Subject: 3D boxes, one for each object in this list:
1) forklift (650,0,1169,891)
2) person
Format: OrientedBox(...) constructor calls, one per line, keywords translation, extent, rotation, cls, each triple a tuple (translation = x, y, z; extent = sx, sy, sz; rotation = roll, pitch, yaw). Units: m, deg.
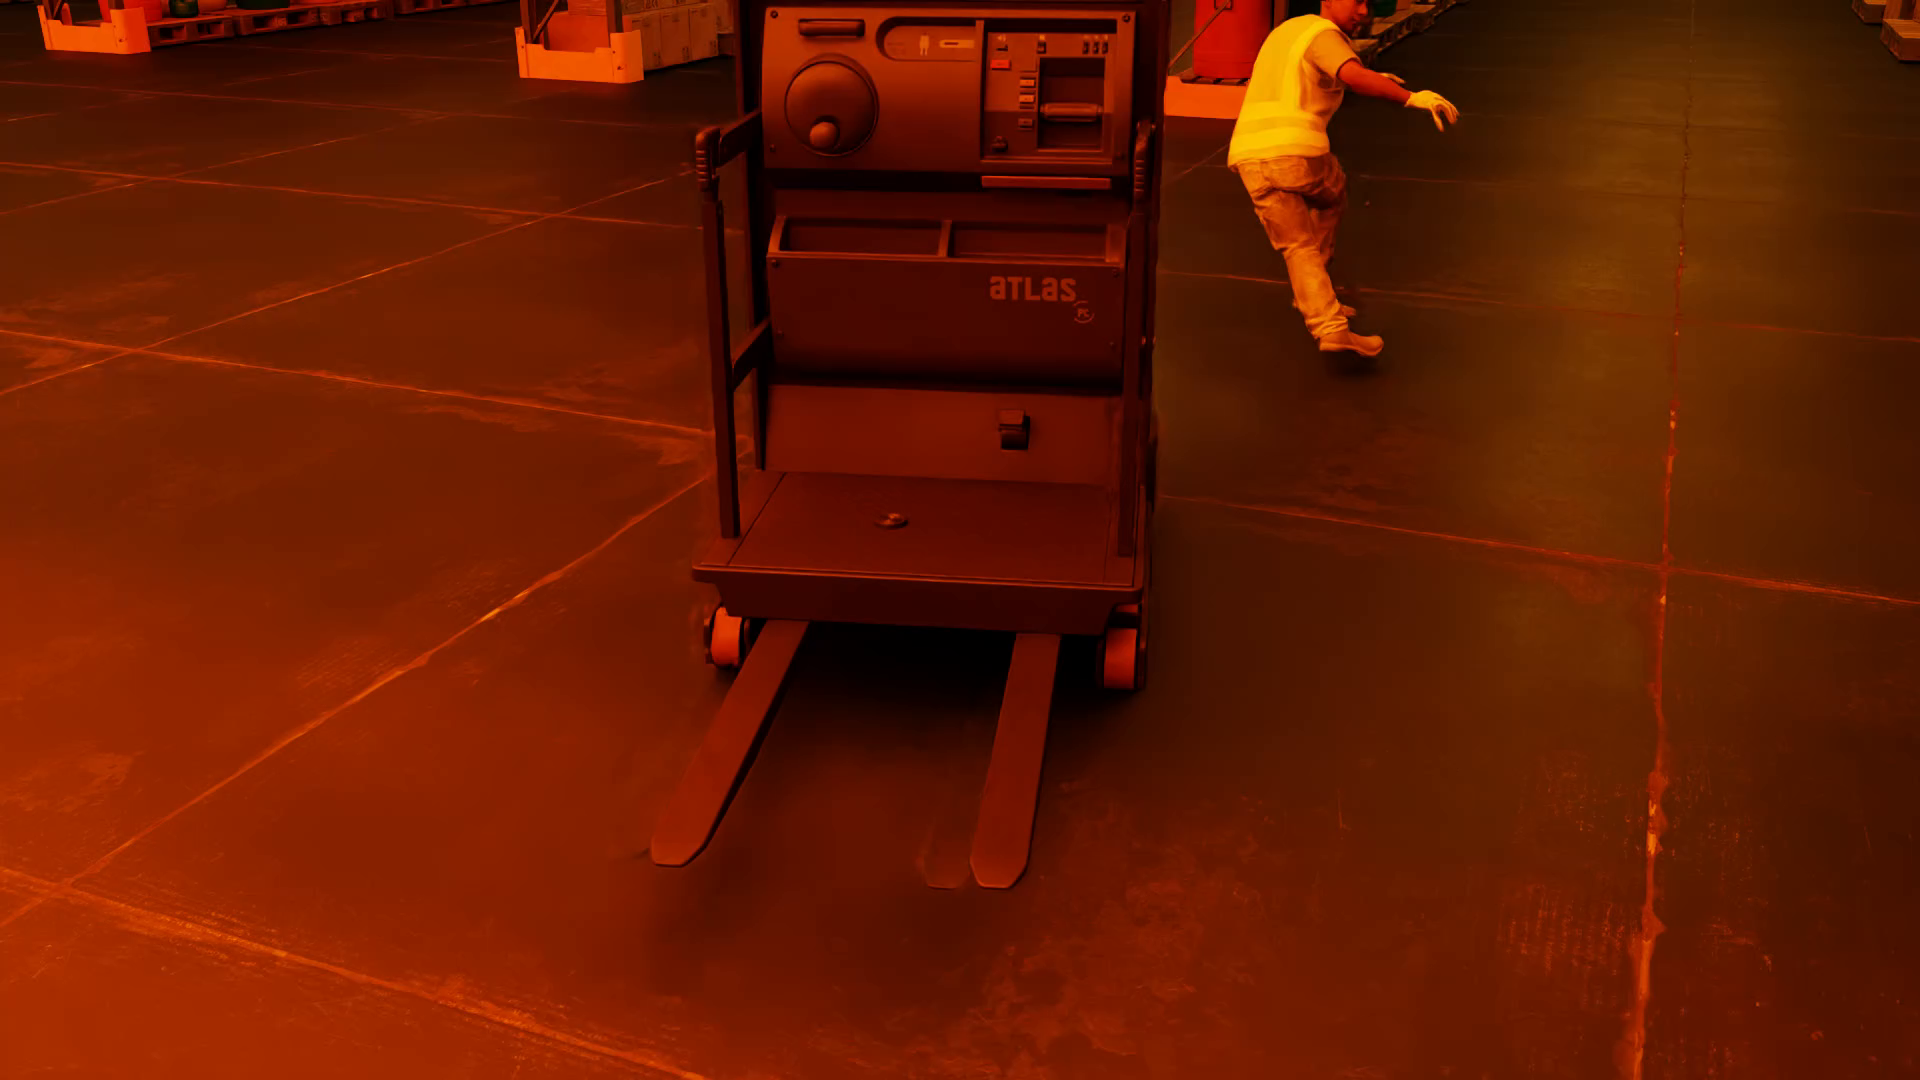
OrientedBox(translation=(-0.056, -1.112, 3.952), extent=(1.130, 2.935, 3.031), rotation=(3, 23, 6), cls="forklift")
OrientedBox(translation=(1.658, -1.601, 6.954), extent=(1.049, 1.540, 1.005), rotation=(-19, 30, -38), cls="person")
